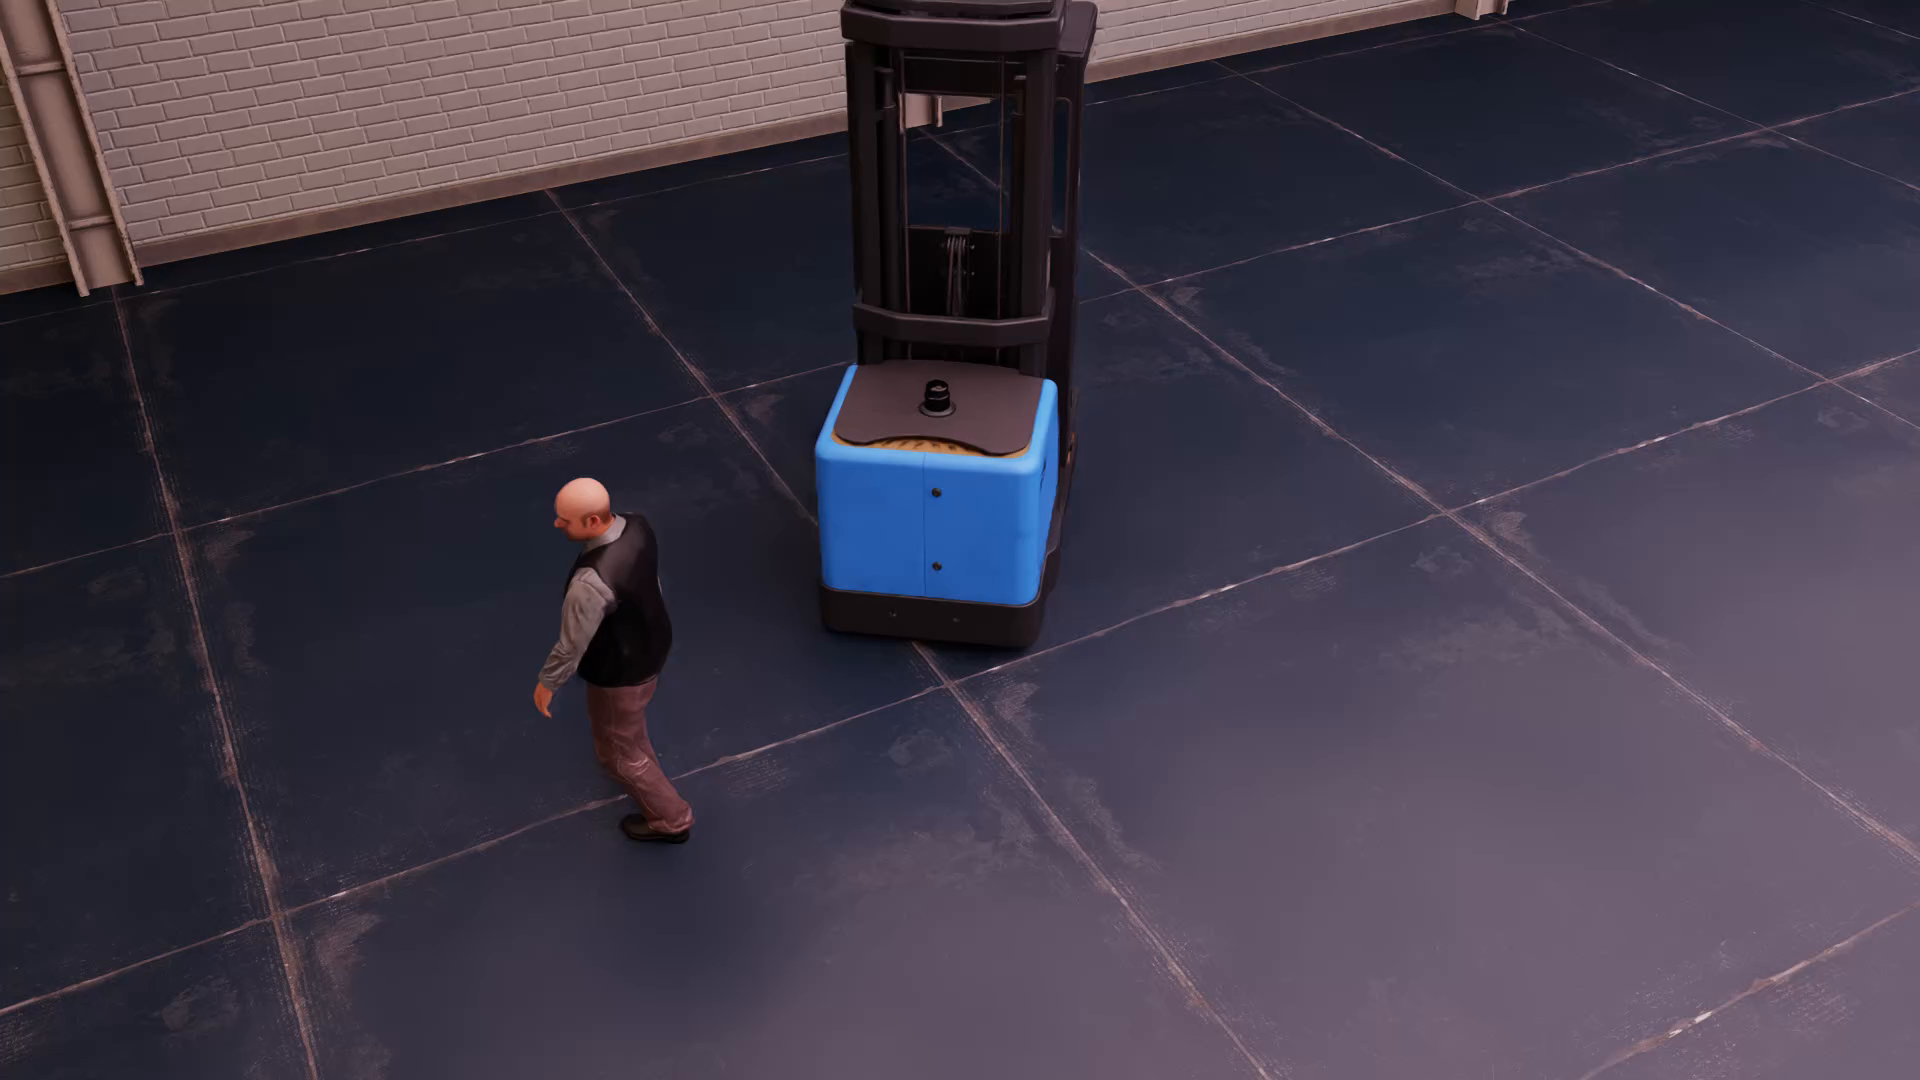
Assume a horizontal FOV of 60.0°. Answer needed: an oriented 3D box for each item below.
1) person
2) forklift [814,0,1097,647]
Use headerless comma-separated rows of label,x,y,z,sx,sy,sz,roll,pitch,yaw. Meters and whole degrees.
person,-1.345,0.460,6.561,0.532,1.692,0.658,5,36,7
forklift,0.059,-1.533,8.292,1.130,2.935,3.031,5,36,7
